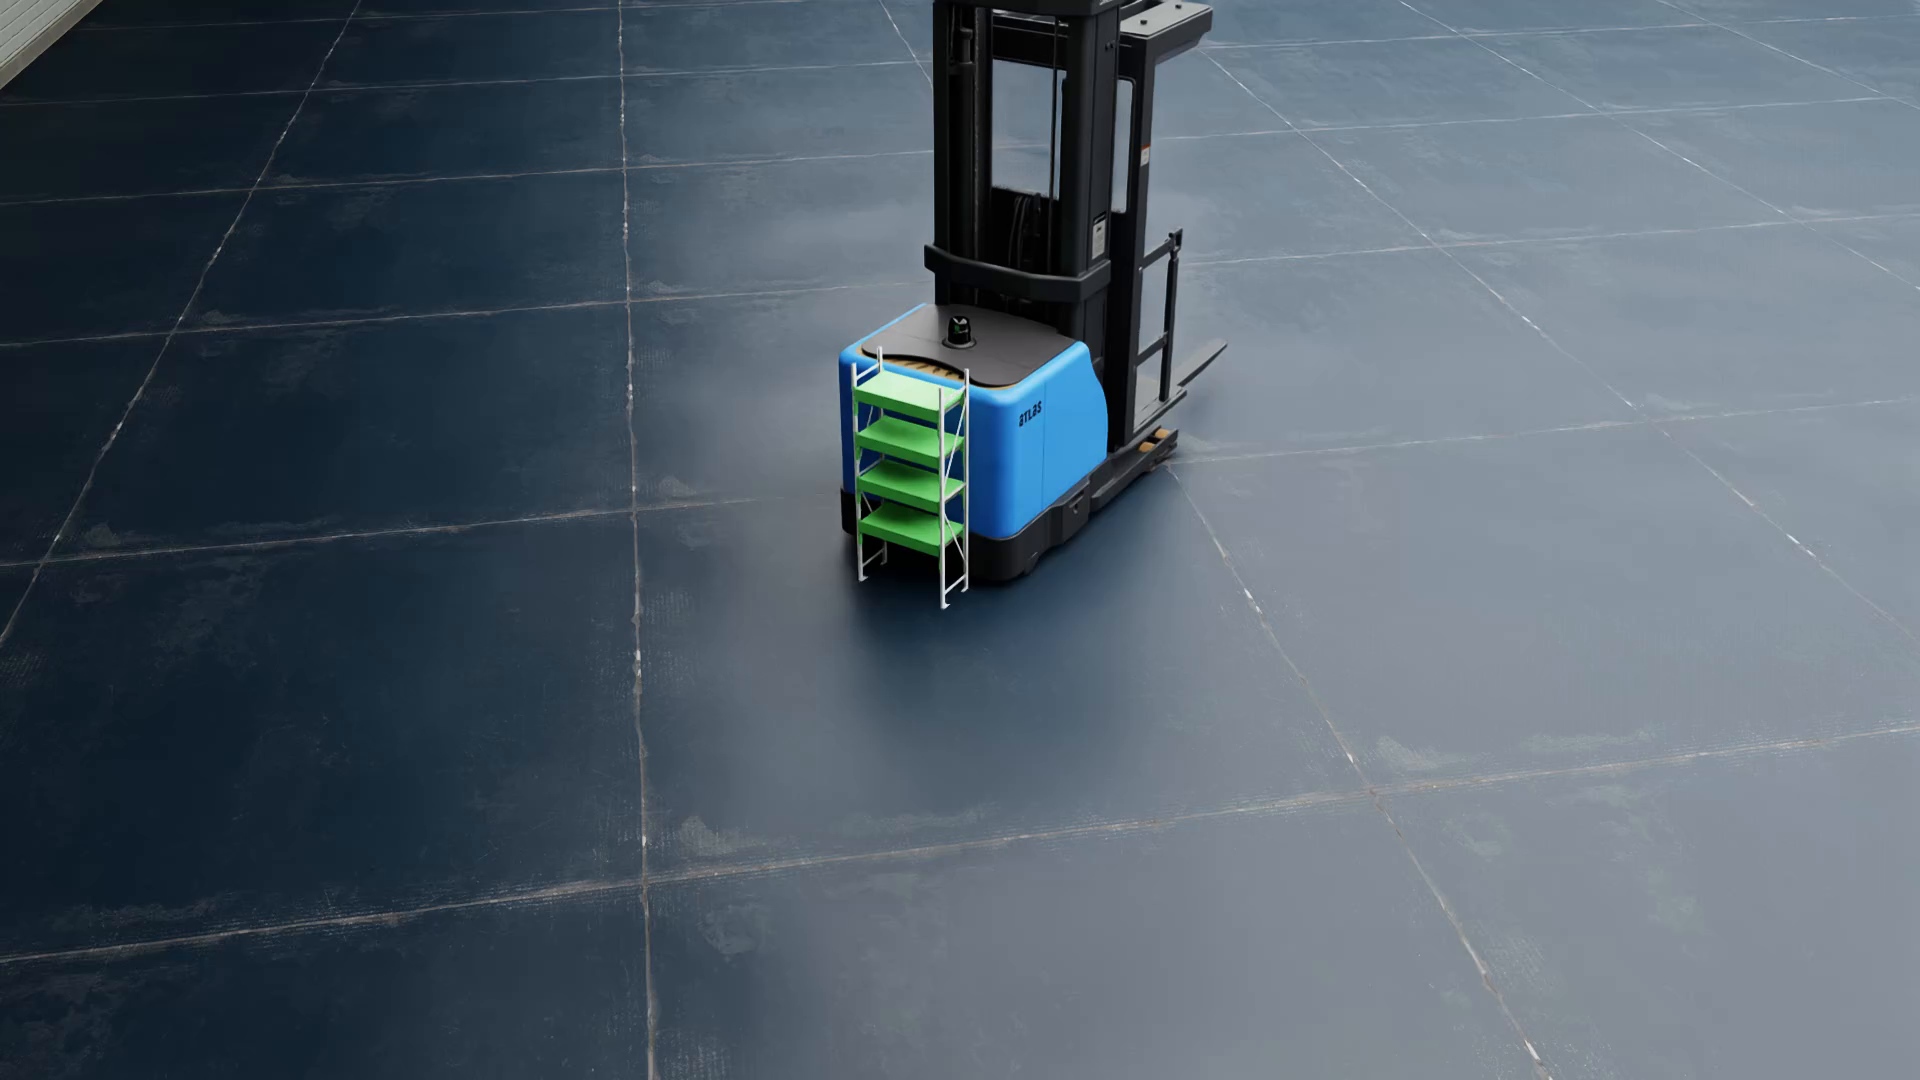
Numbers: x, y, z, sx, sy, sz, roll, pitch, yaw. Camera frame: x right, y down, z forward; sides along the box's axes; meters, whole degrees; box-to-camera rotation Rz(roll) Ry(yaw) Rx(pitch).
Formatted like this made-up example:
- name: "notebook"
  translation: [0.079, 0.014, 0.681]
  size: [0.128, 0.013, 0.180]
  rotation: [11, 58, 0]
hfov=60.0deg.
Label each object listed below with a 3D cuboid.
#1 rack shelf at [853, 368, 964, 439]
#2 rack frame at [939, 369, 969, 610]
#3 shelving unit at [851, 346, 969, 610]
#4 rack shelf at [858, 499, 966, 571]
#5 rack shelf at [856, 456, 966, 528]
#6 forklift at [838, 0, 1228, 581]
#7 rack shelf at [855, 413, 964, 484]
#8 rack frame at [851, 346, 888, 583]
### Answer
- name: "rack shelf"
  translation: [-0.235, -0.649, 7.850]
  size: [0.480, 0.148, 0.258]
  rotation: [17, 35, 27]
- name: "rack frame"
  translation: [-0.028, -0.225, 7.950]
  size: [0.015, 1.200, 0.240]
  rotation: [17, 35, 27]
- name: "shelving unit"
  translation: [-0.235, -0.291, 8.061]
  size: [0.503, 1.200, 0.258]
  rotation: [17, 35, 27]
- name: "rack shelf"
  translation: [-0.235, -0.029, 8.215]
  size: [0.480, 0.148, 0.258]
  rotation: [17, 35, 27]
- name: "rack shelf"
  translation: [-0.235, -0.236, 8.093]
  size: [0.480, 0.148, 0.258]
  rotation: [17, 35, 27]
- name: "forklift"
  translation: [0.594, -1.766, 8.862]
  size: [1.130, 2.935, 3.031]
  rotation: [18, 35, 27]
- name: "rack shelf"
  translation: [-0.235, -0.442, 7.971]
  size: [0.480, 0.148, 0.258]
  rotation: [17, 35, 27]
- name: "rack frame"
  translation: [-0.443, -0.356, 8.171]
  size: [0.015, 1.200, 0.240]
  rotation: [17, 35, 27]
